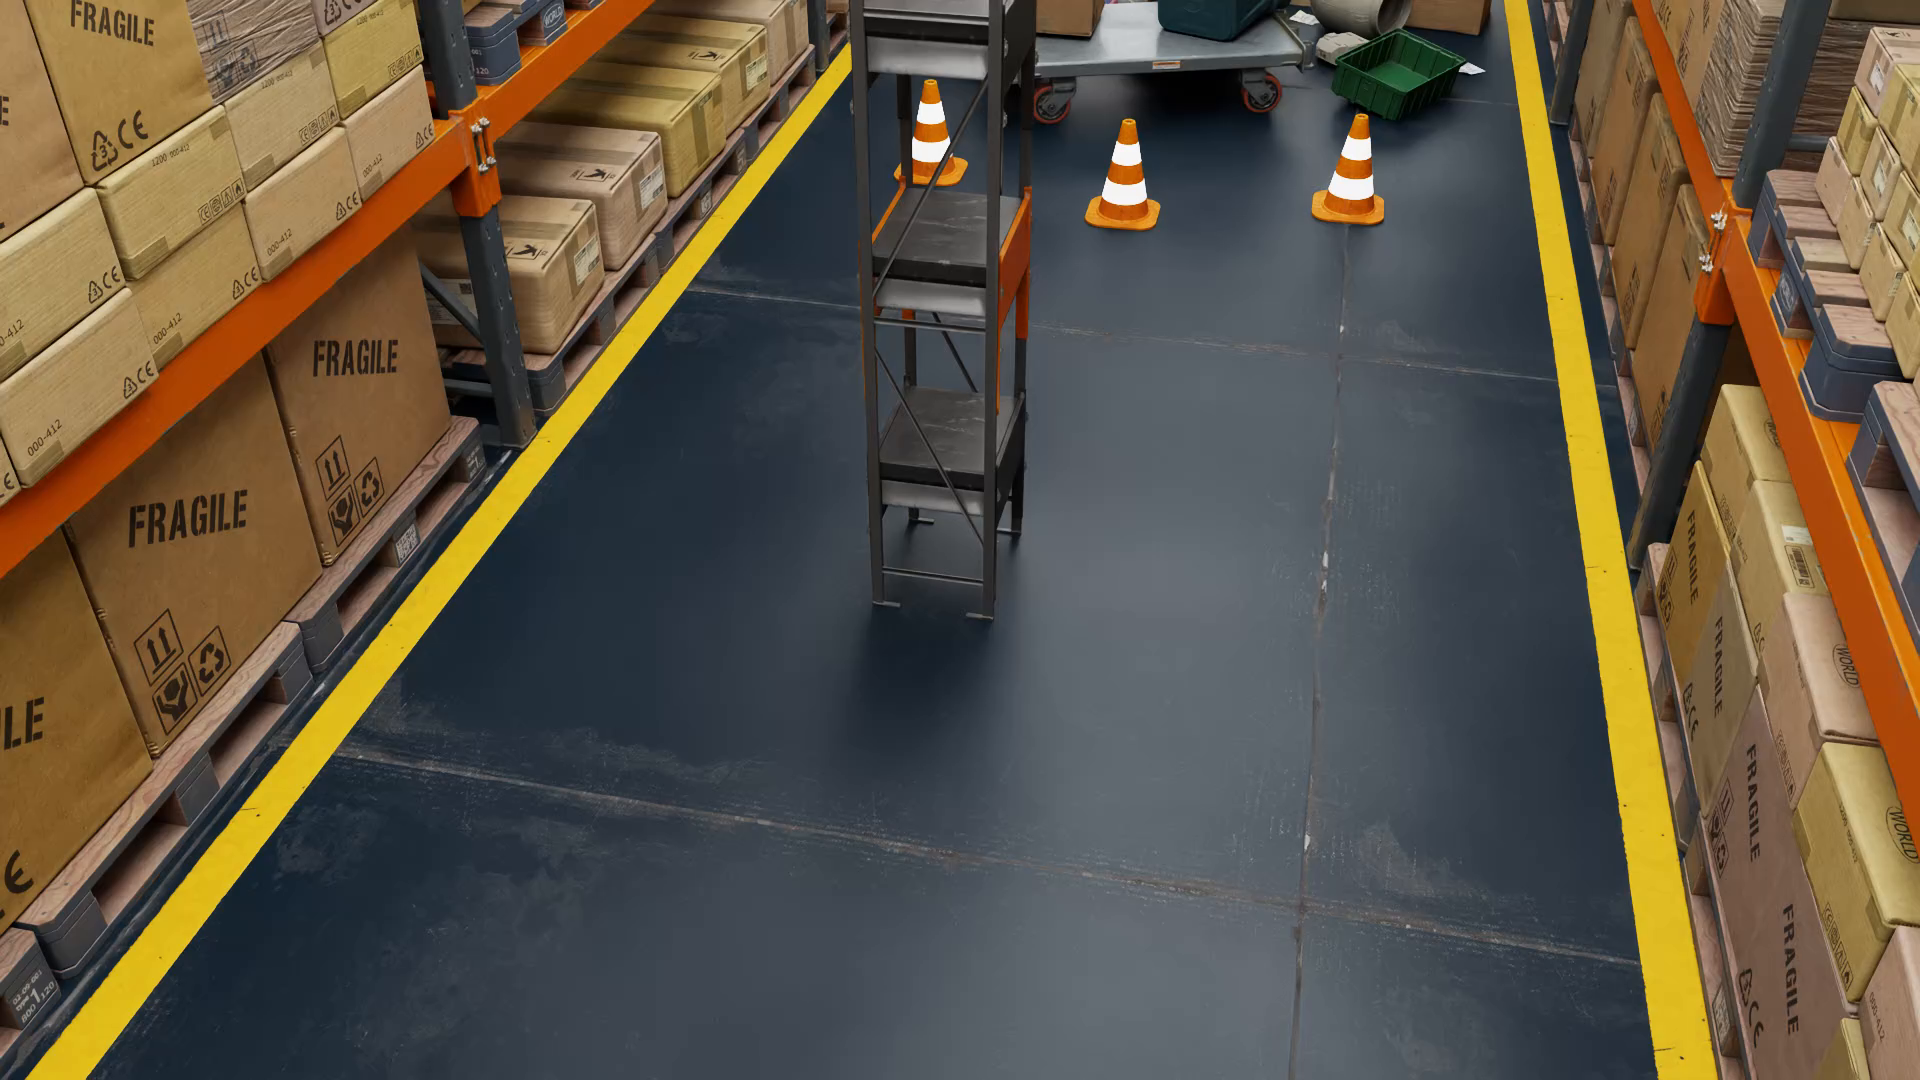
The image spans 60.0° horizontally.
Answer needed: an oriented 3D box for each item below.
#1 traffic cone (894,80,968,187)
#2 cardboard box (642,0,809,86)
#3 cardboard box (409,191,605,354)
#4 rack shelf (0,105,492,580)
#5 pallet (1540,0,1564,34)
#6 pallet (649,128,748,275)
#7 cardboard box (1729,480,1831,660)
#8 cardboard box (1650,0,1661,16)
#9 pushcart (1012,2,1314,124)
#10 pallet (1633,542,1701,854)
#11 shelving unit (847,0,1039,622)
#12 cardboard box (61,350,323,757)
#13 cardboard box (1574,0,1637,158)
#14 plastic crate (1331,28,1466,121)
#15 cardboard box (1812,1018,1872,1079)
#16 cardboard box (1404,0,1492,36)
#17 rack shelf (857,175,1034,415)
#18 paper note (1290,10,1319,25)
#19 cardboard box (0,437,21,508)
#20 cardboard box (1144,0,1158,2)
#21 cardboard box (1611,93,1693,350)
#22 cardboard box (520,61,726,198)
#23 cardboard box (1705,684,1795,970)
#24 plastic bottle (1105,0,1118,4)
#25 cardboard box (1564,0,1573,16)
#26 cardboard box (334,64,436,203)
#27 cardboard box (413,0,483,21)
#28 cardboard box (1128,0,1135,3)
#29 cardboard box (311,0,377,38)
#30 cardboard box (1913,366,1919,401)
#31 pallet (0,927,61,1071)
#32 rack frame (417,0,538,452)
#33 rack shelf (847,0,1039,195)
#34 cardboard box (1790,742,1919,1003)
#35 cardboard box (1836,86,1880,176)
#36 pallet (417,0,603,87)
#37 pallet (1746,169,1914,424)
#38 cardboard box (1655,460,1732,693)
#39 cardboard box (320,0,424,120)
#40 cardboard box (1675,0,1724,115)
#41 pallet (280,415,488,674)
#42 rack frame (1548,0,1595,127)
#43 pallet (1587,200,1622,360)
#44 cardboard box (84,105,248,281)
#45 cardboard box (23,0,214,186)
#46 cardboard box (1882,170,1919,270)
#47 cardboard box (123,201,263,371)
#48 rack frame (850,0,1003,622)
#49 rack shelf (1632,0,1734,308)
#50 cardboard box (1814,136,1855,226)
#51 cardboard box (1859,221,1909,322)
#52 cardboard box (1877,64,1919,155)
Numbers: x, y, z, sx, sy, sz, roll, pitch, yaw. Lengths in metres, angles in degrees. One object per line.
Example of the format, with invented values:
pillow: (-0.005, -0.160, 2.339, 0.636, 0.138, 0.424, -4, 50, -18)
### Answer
traffic cone: (-0.144, -2.023, 8.147, 0.336, 0.463, 0.334, 7, 37, 10)
cardboard box: (-1.356, -2.742, 8.858, 0.950, 0.372, 0.625, 8, 37, 11)
cardboard box: (-1.970, -1.072, 6.555, 0.950, 0.372, 0.625, 5, 36, 7)
rack shelf: (-2.528, -0.206, 4.091, 1.077, 0.370, 4.000, 7, 37, 10)
pallet: (4.108, -3.373, 10.224, 1.003, 0.211, 1.213, 7, 37, 10)
pallet: (-1.670, -1.659, 7.860, 1.003, 0.211, 1.213, 7, 37, 10)
cardboard box: (2.264, 0.113, 4.171, 0.500, 0.250, 0.500, 7, 37, 9)
cardboard box: (2.910, -2.280, 6.255, 0.500, 0.500, 0.500, 8, 37, 11)
pushcart: (0.991, -2.618, 9.040, 1.648, 0.377, 0.936, -5, 36, -6)
pallet: (2.588, 0.496, 4.886, 1.003, 0.211, 1.213, 7, 37, 10)
shelving unit: (-0.035, -0.755, 5.003, 0.431, 2.100, 0.503, 7, 37, 10)
cardboard box: (-2.524, -0.057, 4.725, 0.875, 0.875, 0.875, 8, 37, 11)
cardboard box: (3.566, -2.266, 7.880, 1.050, 0.750, 0.750, 7, 37, 10)
plastic crate: (2.368, -2.523, 9.022, 0.450, 0.188, 0.662, 36, 48, 26)
cardboard box: (1.924, 1.304, 3.166, 0.500, 0.500, 0.500, 6, 36, 9)
cardboard box: (2.940, -3.382, 9.988, 0.500, 0.500, 0.500, 14, 38, 18)
rack shelf: (-0.035, -0.744, 5.011, 0.431, 0.518, 0.480, 7, 37, 10)
paper note: (2.113, -3.177, 10.114, 0.172, 0.023, 0.155, 20, 41, 26)
cardboard box: (-2.369, -0.097, 3.456, 0.500, 0.250, 0.500, 7, 37, 10)
cardboard box: (1.514, -3.412, 9.914, 0.797, 0.637, 0.503, 7, 37, 10)
cardboard box: (3.158, -1.179, 6.381, 1.050, 0.750, 0.750, 8, 37, 11)
cardboard box: (-1.653, -1.930, 7.739, 0.950, 0.372, 0.625, 8, 37, 12)
cardboard box: (2.147, 0.718, 3.975, 0.500, 0.500, 0.500, 6, 36, 9)
plastic bottle: (0.861, -3.252, 10.184, 0.133, 0.061, 0.283, 14, 38, 18)
cardboard box: (4.002, -3.553, 9.549, 0.875, 0.875, 0.875, 8, 37, 10)
cardboard box: (-1.955, -1.260, 5.061, 0.500, 0.250, 0.500, 6, 36, 8)
cardboard box: (-1.850, -1.875, 5.637, 0.380, 0.149, 0.250, 5, 36, 7)
cardboard box: (1.024, -3.028, 9.701, 0.258, 0.266, 0.396, -17, 39, -22)
cardboard box: (-1.956, -1.760, 4.684, 0.500, 0.500, 0.500, 6, 36, 9)
cardboard box: (2.238, -0.302, 3.466, 0.380, 0.149, 0.250, 8, 37, 11)
pallet: (-2.864, 1.327, 3.739, 1.003, 0.211, 1.213, 7, 37, 10)
rack frame: (-2.101, -1.643, 5.461, 1.000, 3.000, 0.127, 7, 37, 10)
rack shelf: (-0.035, -1.311, 4.600, 0.431, 0.518, 0.480, 7, 37, 10)
cardboard box: (2.036, 0.694, 3.369, 0.500, 0.250, 0.500, 6, 36, 8)
cardboard box: (2.457, -1.018, 4.201, 0.380, 0.149, 0.250, 9, 37, 12)
pallet: (-2.053, -1.988, 6.100, 1.213, 0.211, 1.003, 7, 37, 10)
pallet: (2.708, -0.581, 4.159, 1.213, 0.211, 1.003, 7, 37, 10)
cardboard box: (2.356, 0.135, 4.780, 0.500, 0.500, 0.500, 6, 36, 8)
cardboard box: (-1.956, -1.476, 4.932, 0.500, 0.250, 0.500, 7, 37, 10)
cardboard box: (2.698, -1.699, 5.453, 0.500, 0.500, 0.500, 7, 37, 10)
pallet: (-2.343, -0.072, 5.669, 1.003, 0.211, 1.213, 7, 37, 10)
rack frame: (3.611, -3.374, 7.849, 1.000, 3.000, 0.127, 7, 37, 10)
pallet: (3.261, -1.092, 7.076, 1.003, 0.211, 1.213, 7, 37, 10)
cardboard box: (-2.151, -0.885, 4.117, 0.500, 0.250, 0.500, 6, 36, 9)
cardboard box: (-2.170, -1.180, 3.885, 0.500, 0.500, 0.500, 7, 37, 10)
cardboard box: (2.347, -0.709, 3.774, 0.380, 0.149, 0.250, 6, 36, 9)
cardboard box: (-2.172, -0.679, 4.258, 0.500, 0.250, 0.500, 7, 37, 9)
rack frame: (-0.087, -0.615, 4.810, 0.400, 2.100, 0.015, 7, 37, 10)
rack shelf: (3.184, -1.936, 6.478, 1.077, 0.370, 4.000, 7, 37, 10)
cardboard box: (2.464, -0.918, 4.317, 0.380, 0.149, 0.250, 7, 36, 9)
cardboard box: (2.349, -0.609, 3.891, 0.380, 0.149, 0.250, 9, 37, 12)
cardboard box: (2.414, -0.995, 3.916, 0.380, 0.149, 0.250, 6, 36, 9)
